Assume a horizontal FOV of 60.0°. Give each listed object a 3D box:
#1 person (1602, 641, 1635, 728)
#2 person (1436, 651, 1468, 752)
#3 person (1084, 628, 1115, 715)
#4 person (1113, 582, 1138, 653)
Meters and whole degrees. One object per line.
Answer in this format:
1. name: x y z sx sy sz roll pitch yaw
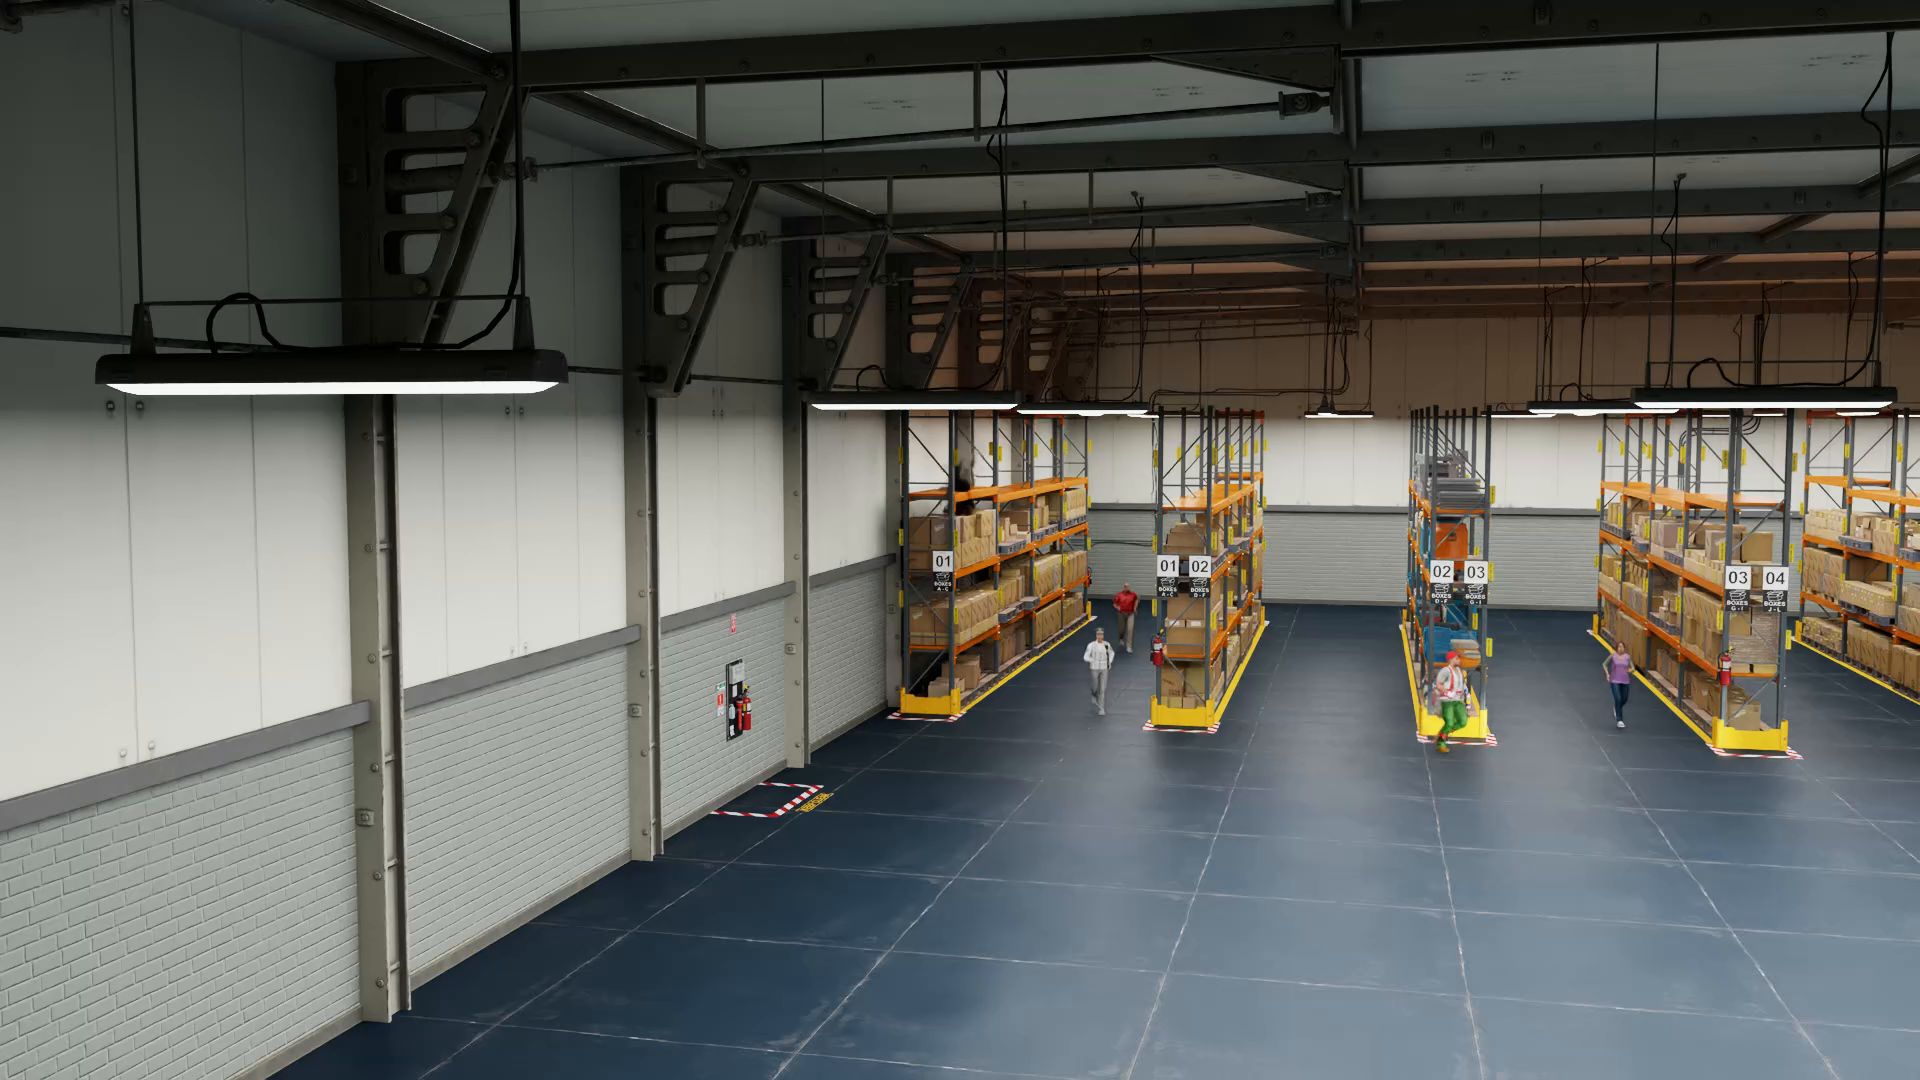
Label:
1. person: 12.361 2.678 31.187 0.543 1.575 0.878 0 4 6
2. person: 8.540 2.787 28.745 0.676 1.736 0.516 -3 5 -34
3. person: 2.728 2.535 32.471 0.618 1.667 0.893 0 4 0
4. person: 4.128 1.898 41.394 0.647 1.719 0.943 0 4 -1
